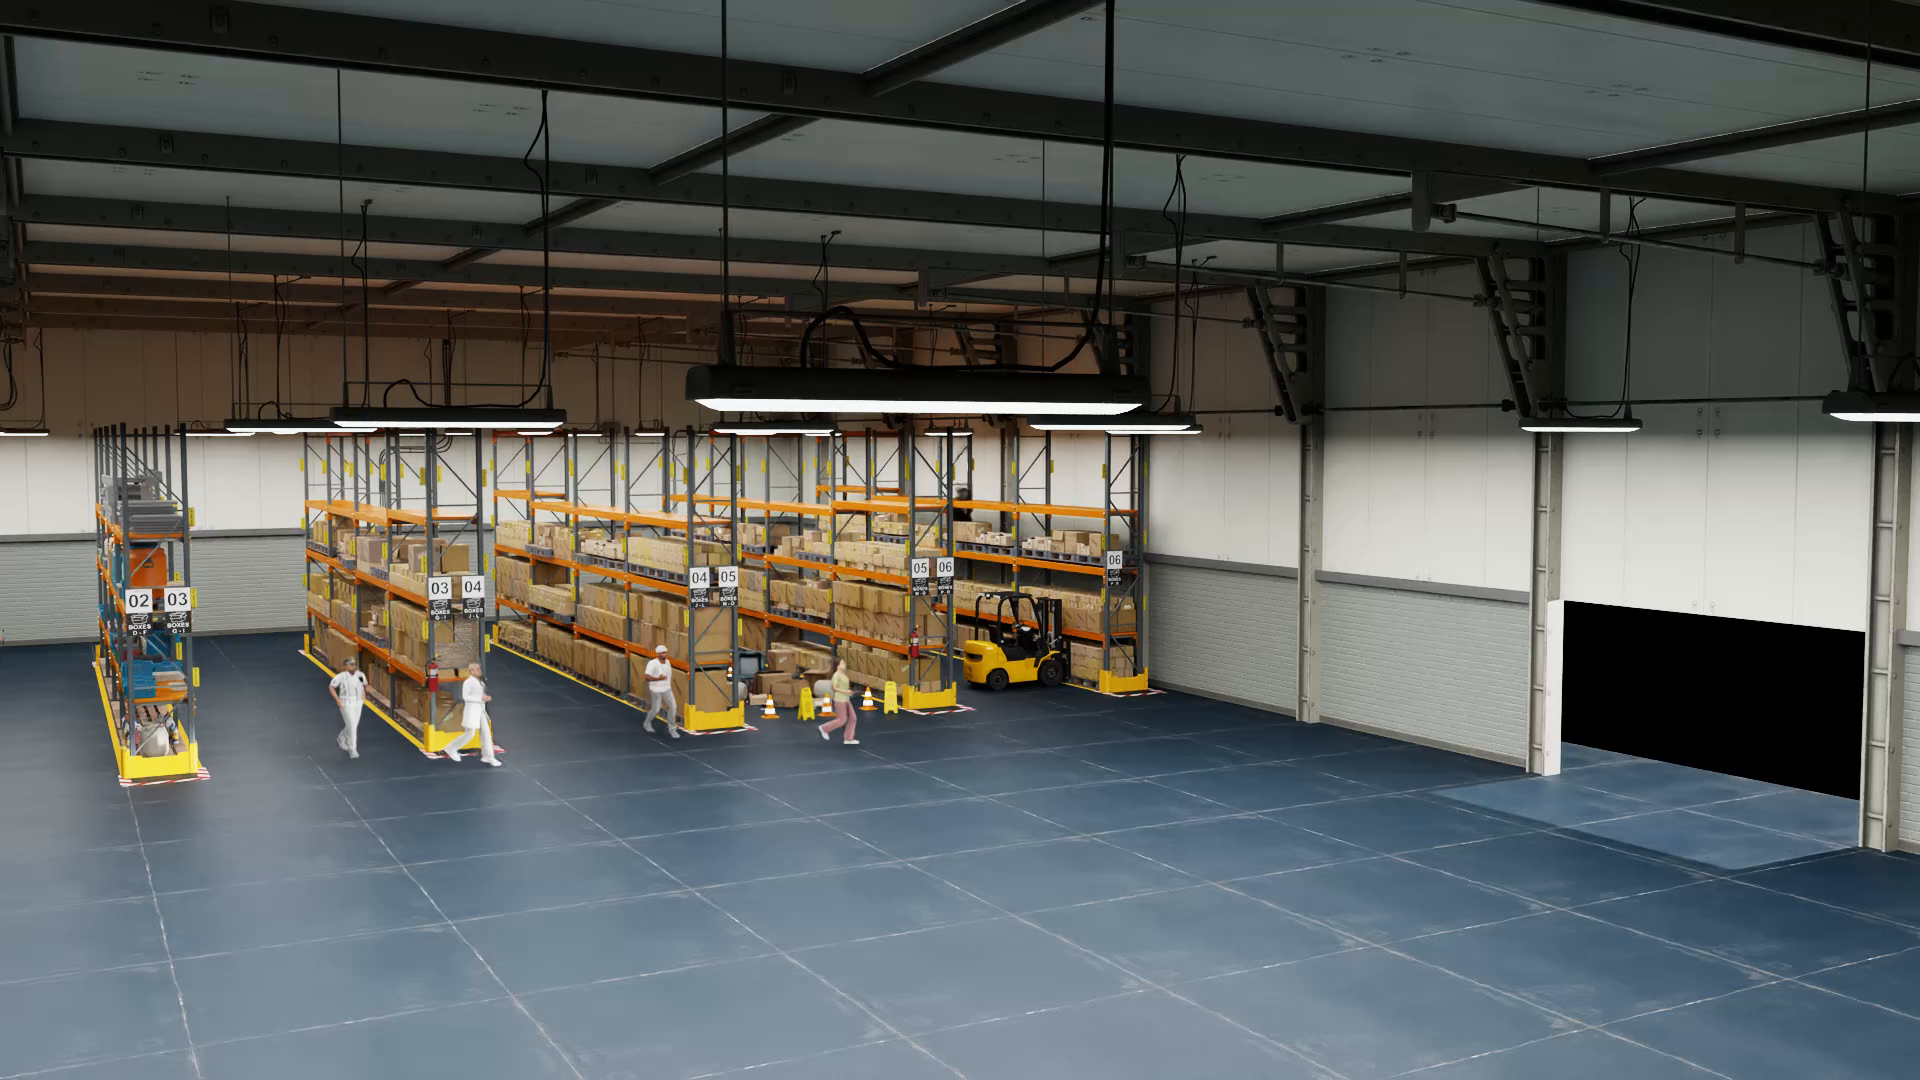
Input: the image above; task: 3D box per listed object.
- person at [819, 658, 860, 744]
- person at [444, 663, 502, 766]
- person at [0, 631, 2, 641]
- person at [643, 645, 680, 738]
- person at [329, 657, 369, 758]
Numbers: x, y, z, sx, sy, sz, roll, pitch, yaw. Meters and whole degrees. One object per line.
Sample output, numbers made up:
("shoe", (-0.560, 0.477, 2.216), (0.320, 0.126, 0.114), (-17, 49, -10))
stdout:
("person", (-2.254, 3.017, 31.167), (0.774, 1.630, 0.587), (1, 4, 12))
("person", (-8.545, 3.063, 29.188), (1.036, 1.806, 0.712), (1, 3, 9))
("person", (-21.996, 2.548, 37.541), (0.650, 1.828, 0.772), (-2, 4, -34))
("person", (-5.792, 2.913, 32.025), (0.882, 1.801, 0.712), (3, 5, 40))
("person", (-11.058, 3.009, 30.197), (0.847, 1.823, 0.674), (3, 4, 37))
